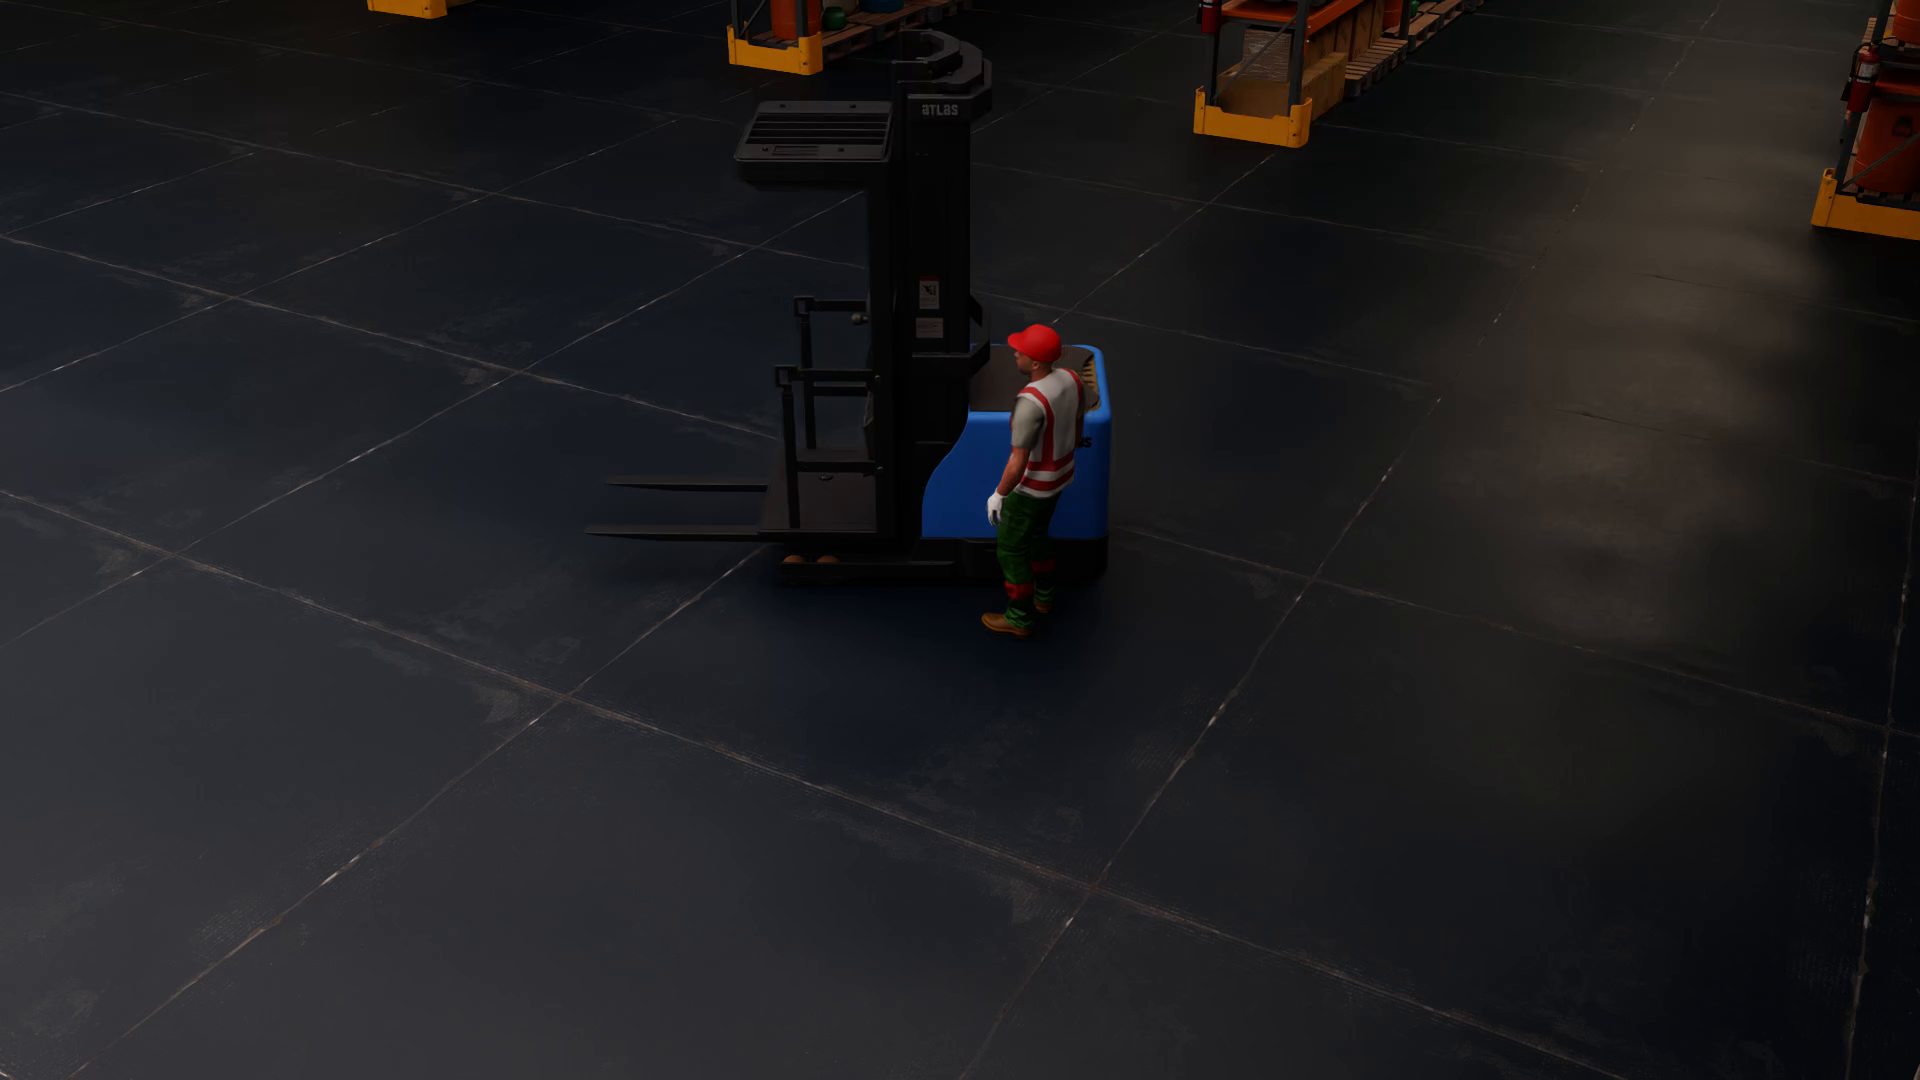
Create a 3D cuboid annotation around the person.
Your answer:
[{"bbox_3d":[0.360,-0.322,8.774,0.462,1.789,0.694,18,35,29],"label":"person"}]

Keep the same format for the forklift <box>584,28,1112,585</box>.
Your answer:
[{"bbox_3d":[-0.660,-1.275,9.280,3.031,2.935,1.130,0,30,1],"label":"forklift"}]
